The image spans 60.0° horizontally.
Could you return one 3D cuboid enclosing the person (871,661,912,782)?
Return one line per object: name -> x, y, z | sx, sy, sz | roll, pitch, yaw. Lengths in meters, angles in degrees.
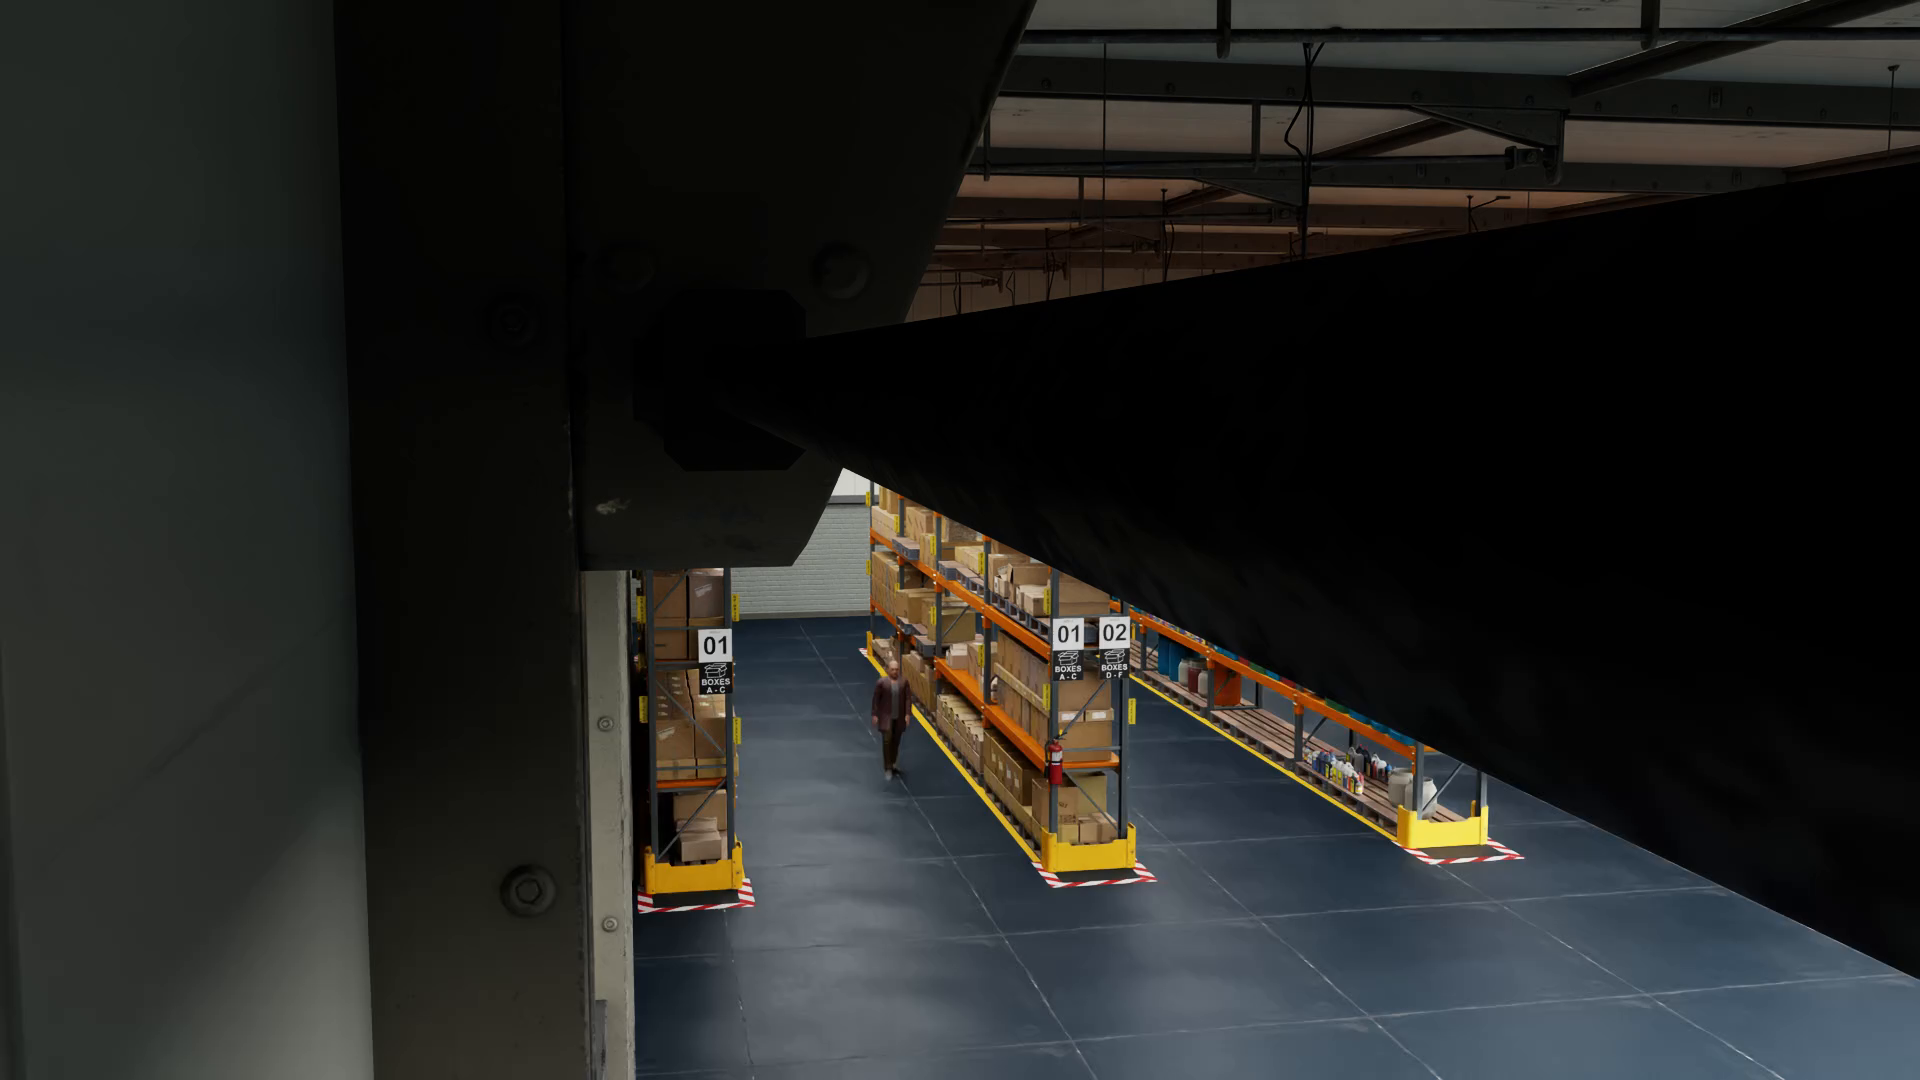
person -> -1.047, 2.771, 25.809 | 0.615, 1.800, 0.859 | -2, 6, -20
